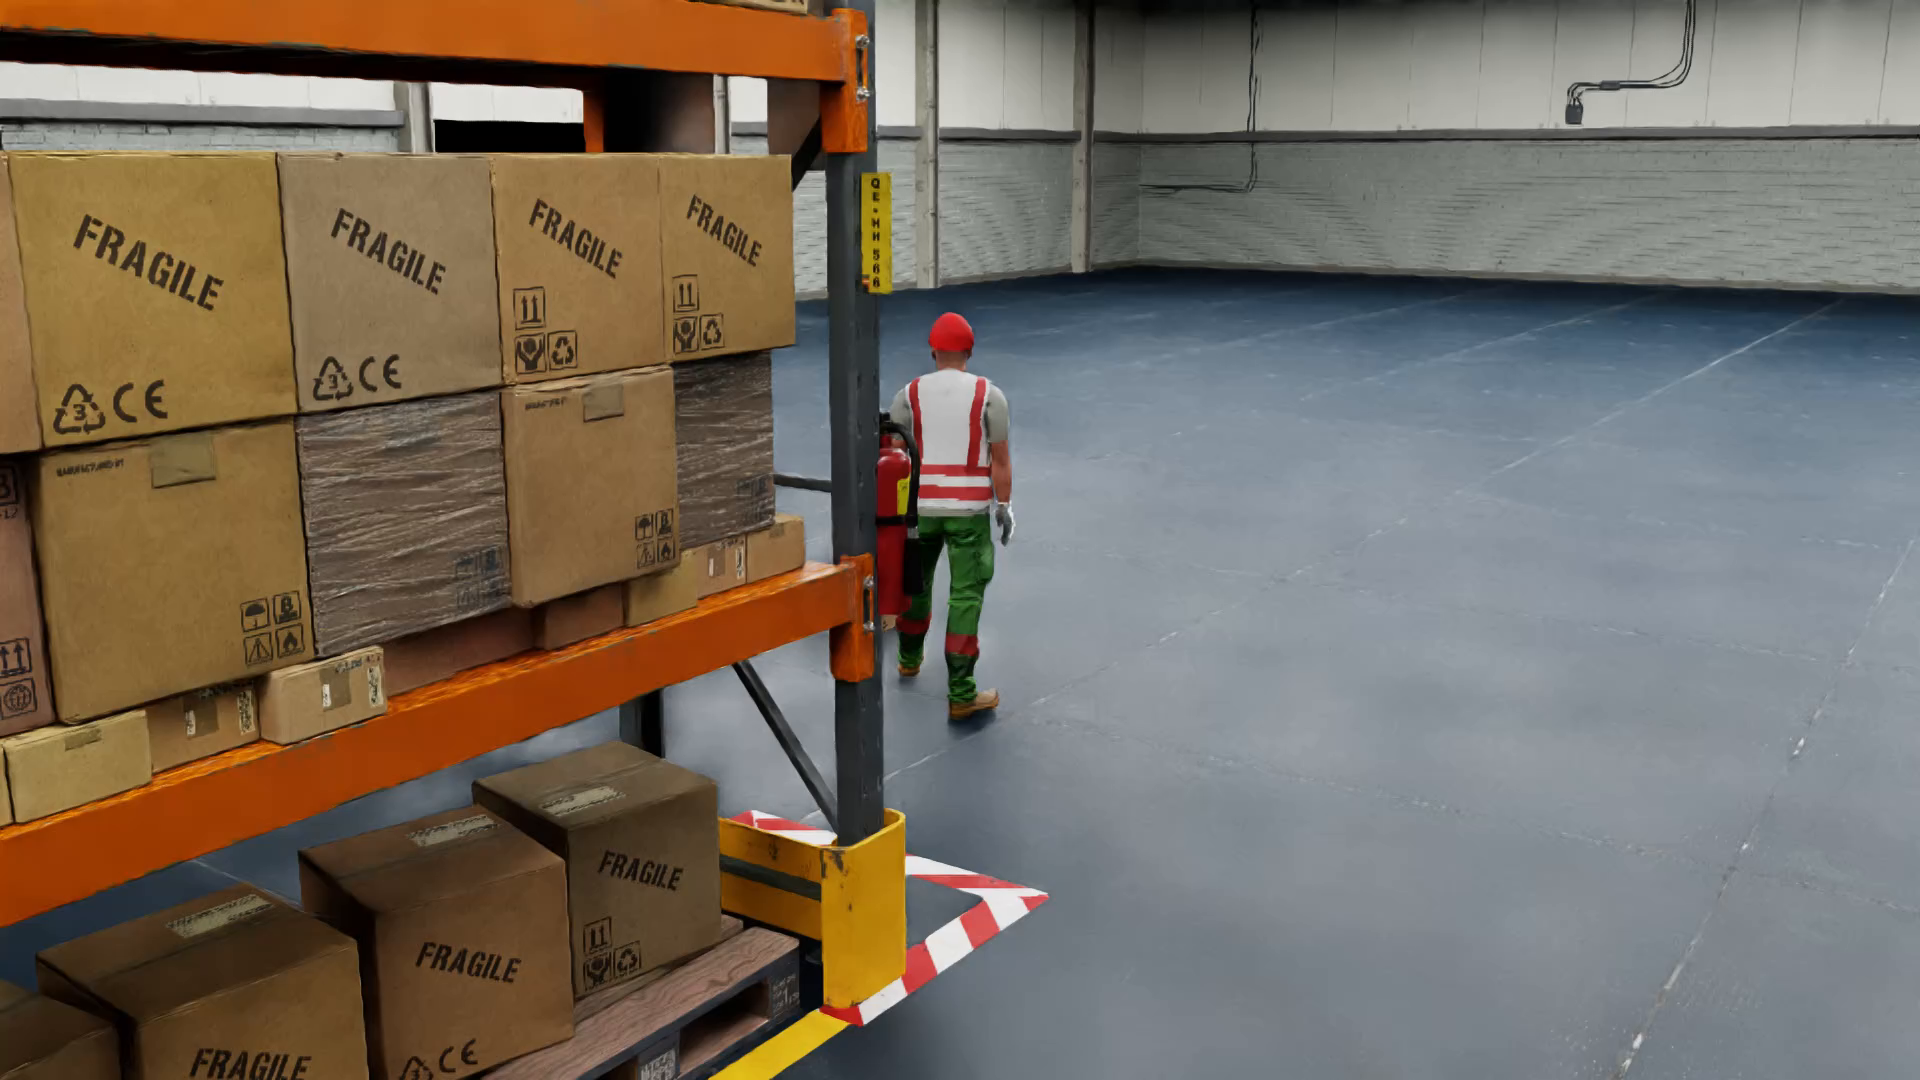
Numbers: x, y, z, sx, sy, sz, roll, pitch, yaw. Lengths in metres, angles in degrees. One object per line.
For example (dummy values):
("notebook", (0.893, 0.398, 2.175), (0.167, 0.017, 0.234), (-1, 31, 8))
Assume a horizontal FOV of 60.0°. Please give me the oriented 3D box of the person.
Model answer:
("person", (-0.056, -0.161, 7.593), (0.632, 1.755, 0.837), (3, 13, 11))
